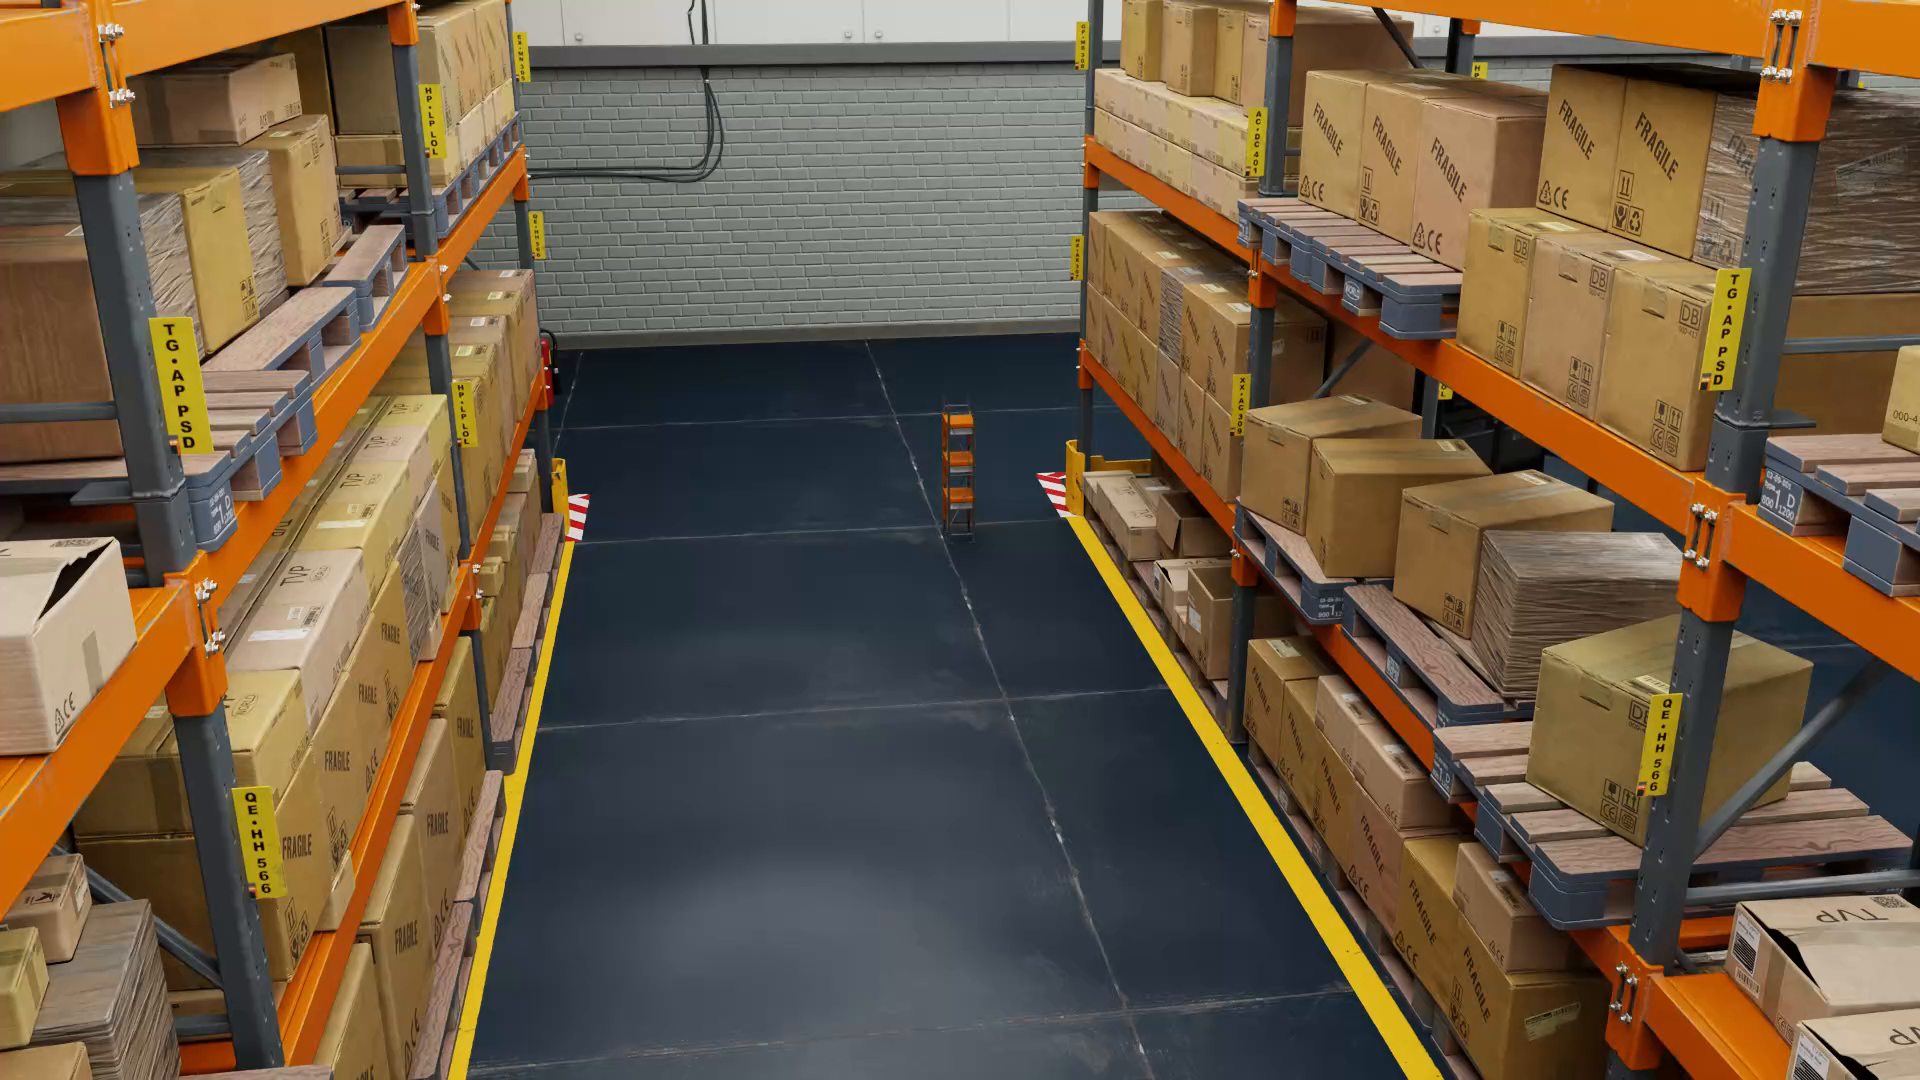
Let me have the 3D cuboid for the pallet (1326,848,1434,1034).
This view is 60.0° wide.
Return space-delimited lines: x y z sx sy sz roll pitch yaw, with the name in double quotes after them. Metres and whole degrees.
2.314 1.692 7.384 1.003 0.211 1.213 -3 21 -8 "pallet"

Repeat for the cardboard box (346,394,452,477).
-2.601 -0.464 7.503 0.500 0.250 0.500 -2 21 -6 "cardboard box"

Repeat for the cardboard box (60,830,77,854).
-2.674 0.973 4.727 0.500 0.500 0.500 -3 21 -7 "cardboard box"

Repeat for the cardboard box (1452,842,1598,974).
2.177 1.350 6.186 0.500 0.250 0.500 -2 21 -6 "cardboard box"

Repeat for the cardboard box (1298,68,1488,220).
1.980 -1.835 7.668 0.600 0.600 0.600 -5 21 -13 "cardboard box"

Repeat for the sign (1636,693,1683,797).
2.021 0.593 4.799 0.100 0.325 0.005 -3 21 -8 "sign"

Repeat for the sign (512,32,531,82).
-2.959 -3.256 11.208 0.100 0.325 0.005 -3 21 -8 "sign"

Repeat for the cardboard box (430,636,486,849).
-2.699 0.963 7.823 0.750 0.750 0.750 -3 21 -7 "cardboard box"

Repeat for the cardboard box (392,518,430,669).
-2.458 0.236 6.700 0.500 0.500 0.500 -3 21 -8 "cardboard box"

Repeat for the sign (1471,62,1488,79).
2.529 -2.178 8.172 0.100 0.325 0.005 -3 21 -8 "sign"

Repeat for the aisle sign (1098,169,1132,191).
1.103 -2.929 12.055 0.394 0.787 0.004 -3 21 -8 "aisle sign"

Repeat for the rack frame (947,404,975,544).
0.010 -0.468 11.969 0.200 1.050 0.008 -3 21 -8 "rack frame"

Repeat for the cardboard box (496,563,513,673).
-2.997 0.470 9.643 0.700 0.500 0.500 -3 21 -8 "cardboard box"

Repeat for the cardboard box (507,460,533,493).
-3.062 -0.419 11.097 0.380 0.149 0.250 -2 21 -6 "cardboard box"

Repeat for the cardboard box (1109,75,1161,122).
1.285 -2.907 10.924 0.500 0.250 0.500 -3 21 -8 "cardboard box"

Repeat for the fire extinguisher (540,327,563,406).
-3.063 -1.315 12.095 0.296 0.674 0.183 -3 21 -8 "fire extinguisher"

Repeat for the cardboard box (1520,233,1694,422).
2.387 -0.710 5.400 0.910 0.500 0.500 -3 21 -8 "cardboard box"

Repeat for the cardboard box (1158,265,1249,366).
1.502 -1.346 9.961 0.500 0.500 0.500 -3 21 -7 "cardboard box"

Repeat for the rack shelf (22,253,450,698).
-2.633 -0.442 5.853 1.077 0.370 4.000 -3 21 -8 "rack shelf"

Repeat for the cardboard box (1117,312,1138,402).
1.356 -1.230 11.078 0.500 0.500 0.500 -3 21 -8 "cardboard box"

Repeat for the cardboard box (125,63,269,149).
-2.830 -1.574 6.012 0.500 0.250 0.500 -4 21 -9 "cardboard box"

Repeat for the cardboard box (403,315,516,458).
-3.198 -0.900 9.909 0.980 0.700 0.700 -4 21 -10 "cardboard box"

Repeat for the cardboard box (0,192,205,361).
-2.600 -0.685 4.704 0.700 0.500 0.500 -4 21 -11 "cardboard box"

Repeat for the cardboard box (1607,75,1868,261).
2.426 -1.181 5.231 0.500 0.500 0.500 -3 21 -8 "cardboard box"

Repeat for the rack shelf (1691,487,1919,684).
2.845 0.692 2.817 1.077 0.370 4.000 -3 21 -8 "rack shelf"

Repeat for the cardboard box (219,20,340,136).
-3.253 -2.226 8.001 0.500 0.500 0.500 -3 21 -8 "cardboard box"

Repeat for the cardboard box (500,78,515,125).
-3.130 -2.789 10.581 0.500 0.250 0.500 -2 21 -6 "cardboard box"

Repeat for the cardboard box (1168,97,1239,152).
1.503 -2.387 9.534 0.500 0.250 0.500 -3 21 -8 "cardboard box"

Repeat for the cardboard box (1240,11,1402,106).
1.940 -2.584 8.989 0.700 0.500 0.500 -3 21 -8 "cardboard box"

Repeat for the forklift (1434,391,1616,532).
3.808 -1.173 11.168 1.130 2.935 3.031 -11 23 -28 "forklift"

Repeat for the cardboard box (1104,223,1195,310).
1.289 -1.870 11.363 0.500 0.500 0.500 -3 21 -7 "cardboard box"

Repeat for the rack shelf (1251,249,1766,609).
2.268 -0.693 6.525 1.077 0.370 4.000 -3 21 -8 "rack shelf"

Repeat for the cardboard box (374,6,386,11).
-3.489 -2.758 9.425 0.500 0.500 0.500 -3 21 -8 "cardboard box"

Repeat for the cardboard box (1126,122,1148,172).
1.359 -2.499 10.548 0.500 0.250 0.500 -3 21 -8 "cardboard box"

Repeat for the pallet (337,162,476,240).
-3.029 -1.713 8.356 1.003 0.211 1.213 -3 21 -8 "pallet"

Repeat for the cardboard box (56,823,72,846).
-2.667 0.628 4.579 0.500 0.250 0.500 -2 21 -6 "cardboard box"

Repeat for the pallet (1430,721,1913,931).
2.389 0.927 5.723 1.213 0.211 1.003 -3 21 -8 "pallet"

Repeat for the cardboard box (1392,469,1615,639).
2.296 0.048 7.058 0.700 0.500 0.500 -8 22 -21 "cardboard box"

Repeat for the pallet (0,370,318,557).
-2.490 -0.218 4.496 1.213 0.211 1.003 -2 21 -5 "pallet"

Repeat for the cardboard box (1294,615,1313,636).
2.134 0.580 9.590 0.500 0.311 0.500 -3 21 -8 "cardboard box"

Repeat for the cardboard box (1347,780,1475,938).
2.033 1.360 7.231 0.500 0.500 0.500 -4 21 -10 "cardboard box"

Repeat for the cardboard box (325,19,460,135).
-2.747 -2.257 8.084 0.500 0.500 0.500 -3 21 -8 "cardboard box"

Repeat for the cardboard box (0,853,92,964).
-2.265 0.880 3.874 0.380 0.149 0.250 -6 21 -15 "cardboard box"

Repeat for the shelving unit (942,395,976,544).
-0.008 -0.510 12.082 0.215 1.050 0.252 -3 21 -8 "shelving unit"

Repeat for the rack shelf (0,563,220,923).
-2.056 0.943 2.145 1.077 0.370 4.000 -3 21 -8 "rack shelf"

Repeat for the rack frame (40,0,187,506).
-2.345 -1.491 3.348 1.000 3.000 0.127 -3 21 -8 "rack frame"

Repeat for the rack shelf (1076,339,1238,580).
1.692 -0.673 10.758 1.077 0.370 4.000 -3 21 -8 "rack shelf"

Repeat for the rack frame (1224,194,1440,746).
1.980 -0.317 8.778 1.000 3.000 0.127 -3 21 -8 "rack frame"

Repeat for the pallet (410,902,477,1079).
-2.556 1.927 6.755 1.003 0.211 1.213 -3 21 -8 "pallet"

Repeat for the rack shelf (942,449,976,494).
-0.008 -0.500 12.086 0.215 0.259 0.240 -3 21 -8 "rack shelf"

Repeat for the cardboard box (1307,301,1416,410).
2.191 -1.010 9.060 0.500 0.500 0.500 -2 21 -6 "cardboard box"

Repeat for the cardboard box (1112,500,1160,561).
1.345 -0.071 11.421 0.500 0.250 0.500 -3 21 -8 "cardboard box"

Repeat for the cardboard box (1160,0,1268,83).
1.660 -3.100 10.371 0.700 0.500 0.500 -3 21 -8 "cardboard box"

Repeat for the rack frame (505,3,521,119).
-3.498 -4.261 10.764 1.000 3.000 0.127 -3 21 -8 "rack frame"

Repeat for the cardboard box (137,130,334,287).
-2.759 -1.224 6.149 0.700 0.500 0.500 -3 21 -9 "cardboard box"

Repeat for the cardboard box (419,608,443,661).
-2.444 0.412 7.157 0.380 0.149 0.250 -3 21 -8 "cardboard box"

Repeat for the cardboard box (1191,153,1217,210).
1.585 -1.981 9.159 0.500 0.250 0.500 -3 21 -8 "cardboard box"

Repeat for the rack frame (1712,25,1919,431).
2.557 -1.743 4.020 1.000 3.000 0.127 -3 21 -8 "rack frame"

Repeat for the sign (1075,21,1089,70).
0.866 -3.489 11.735 0.100 0.325 0.005 -3 21 -8 "sign"
